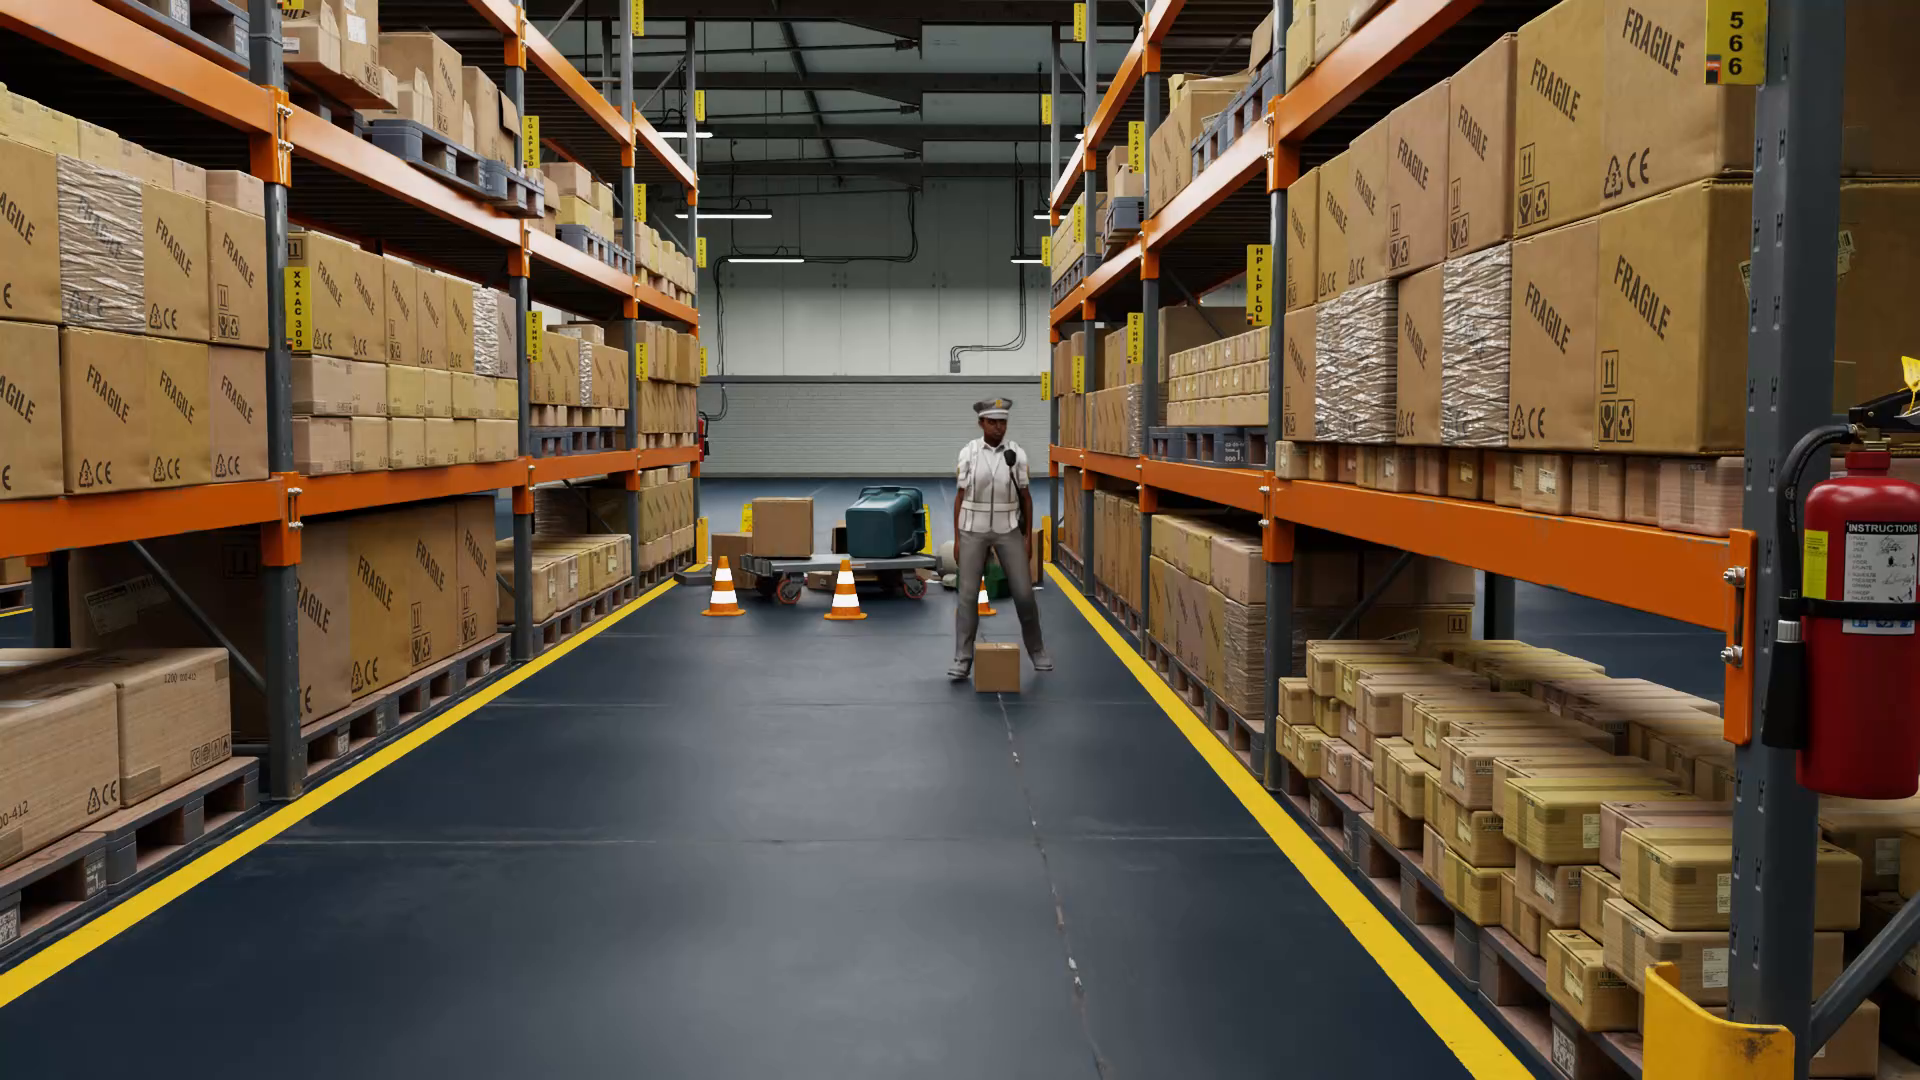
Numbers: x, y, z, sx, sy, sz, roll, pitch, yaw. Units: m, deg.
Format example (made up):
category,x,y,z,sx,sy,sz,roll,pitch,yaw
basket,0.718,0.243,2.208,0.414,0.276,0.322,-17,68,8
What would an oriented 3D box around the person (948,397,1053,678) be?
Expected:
category,x,y,z,sx,sy,sz,roll,pitch,yaw
person,0.246,-0.023,10.021,0.647,1.670,0.504,0,4,-1
